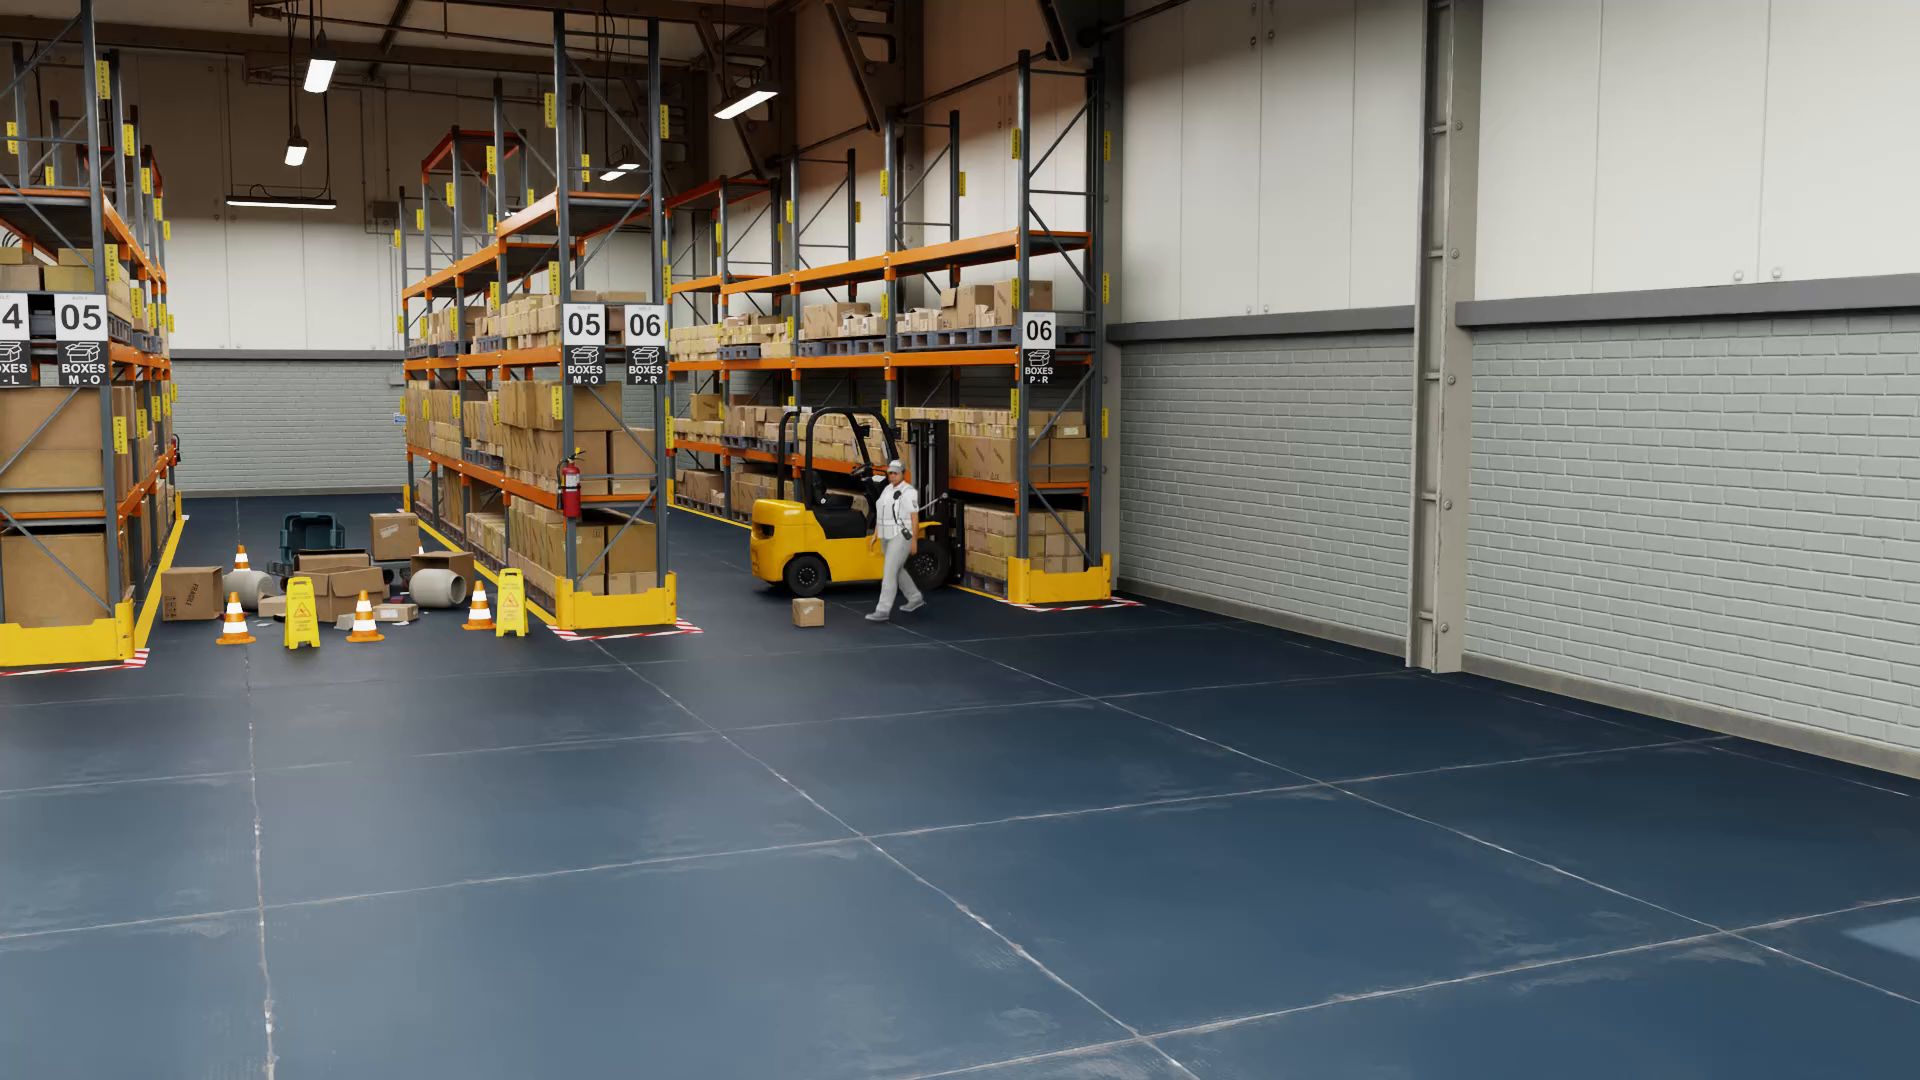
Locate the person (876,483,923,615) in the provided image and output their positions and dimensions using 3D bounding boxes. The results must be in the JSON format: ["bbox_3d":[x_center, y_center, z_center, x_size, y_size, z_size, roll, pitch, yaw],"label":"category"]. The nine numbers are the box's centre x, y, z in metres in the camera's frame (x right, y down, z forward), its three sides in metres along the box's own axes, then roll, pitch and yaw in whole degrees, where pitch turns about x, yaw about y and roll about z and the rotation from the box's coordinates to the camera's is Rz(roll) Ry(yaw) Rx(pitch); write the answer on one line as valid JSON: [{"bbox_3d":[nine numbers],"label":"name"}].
[{"bbox_3d":[-0.636,0.073,17.190,0.751,1.340,0.425,-4,7,-38],"label":"person"}]
